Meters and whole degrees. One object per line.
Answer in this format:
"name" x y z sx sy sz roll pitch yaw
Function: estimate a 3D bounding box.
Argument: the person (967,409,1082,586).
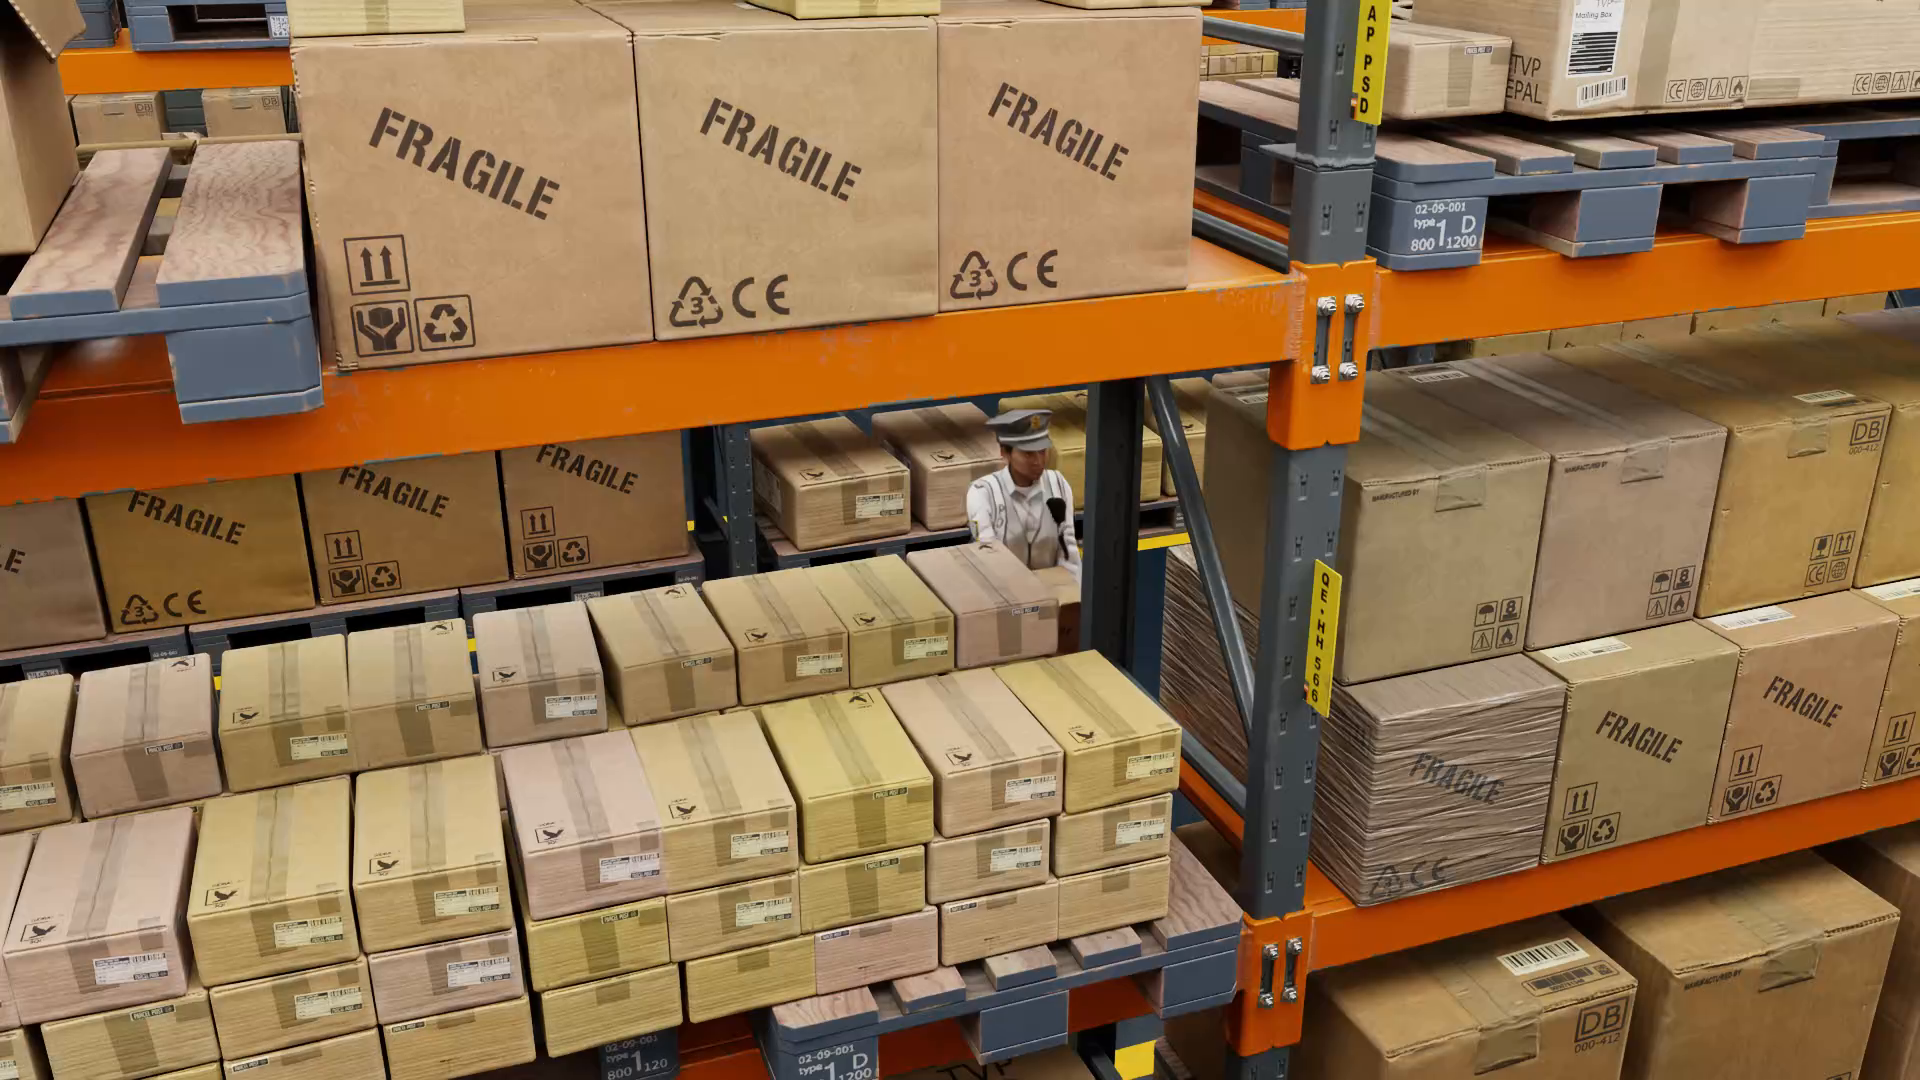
"person" 0.251 0.308 6.344 0.417 1.682 0.528 -9 24 -20
